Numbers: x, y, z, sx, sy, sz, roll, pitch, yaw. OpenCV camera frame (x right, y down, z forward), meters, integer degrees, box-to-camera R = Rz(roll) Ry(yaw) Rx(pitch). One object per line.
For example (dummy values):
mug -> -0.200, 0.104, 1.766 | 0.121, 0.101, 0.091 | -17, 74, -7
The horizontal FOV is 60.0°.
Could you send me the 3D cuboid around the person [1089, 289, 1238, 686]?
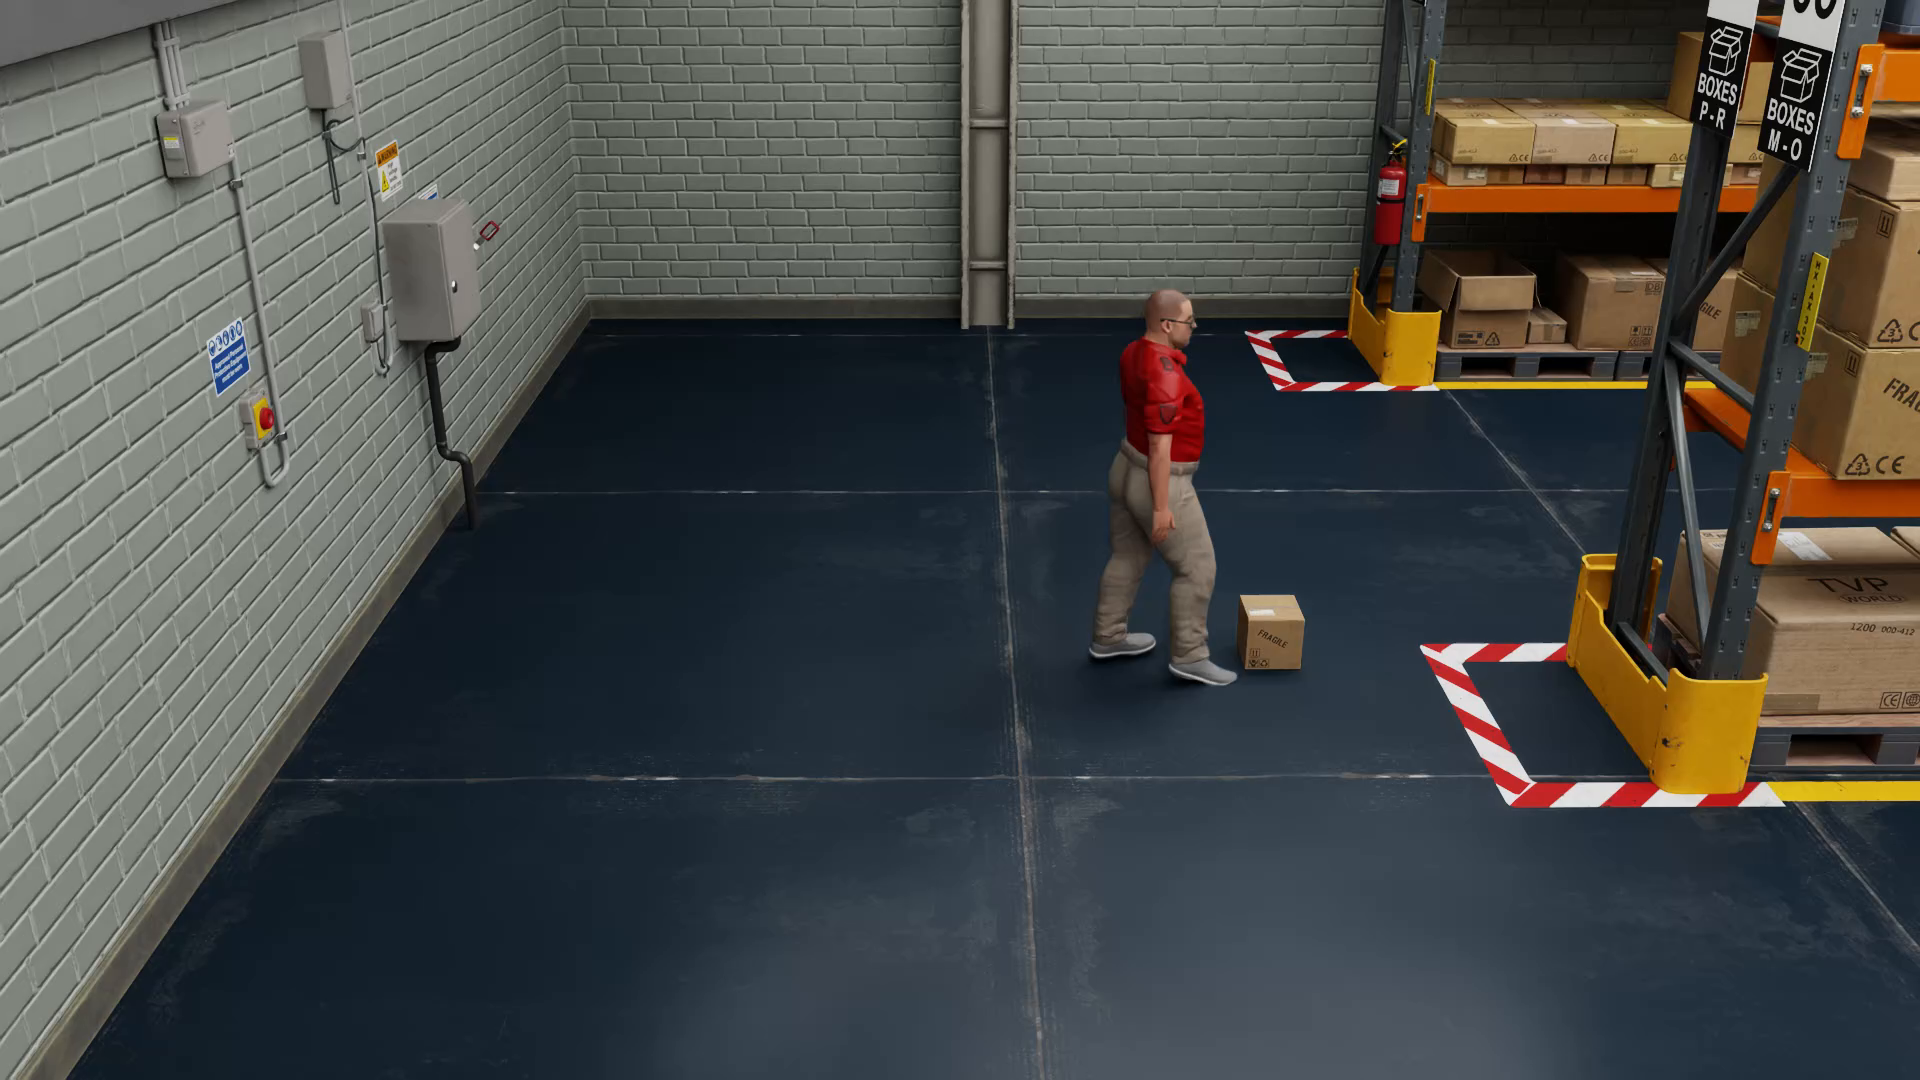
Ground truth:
person -> 0.896, -0.221, 7.144 | 0.561, 1.767, 0.587 | -8, 25, -17
